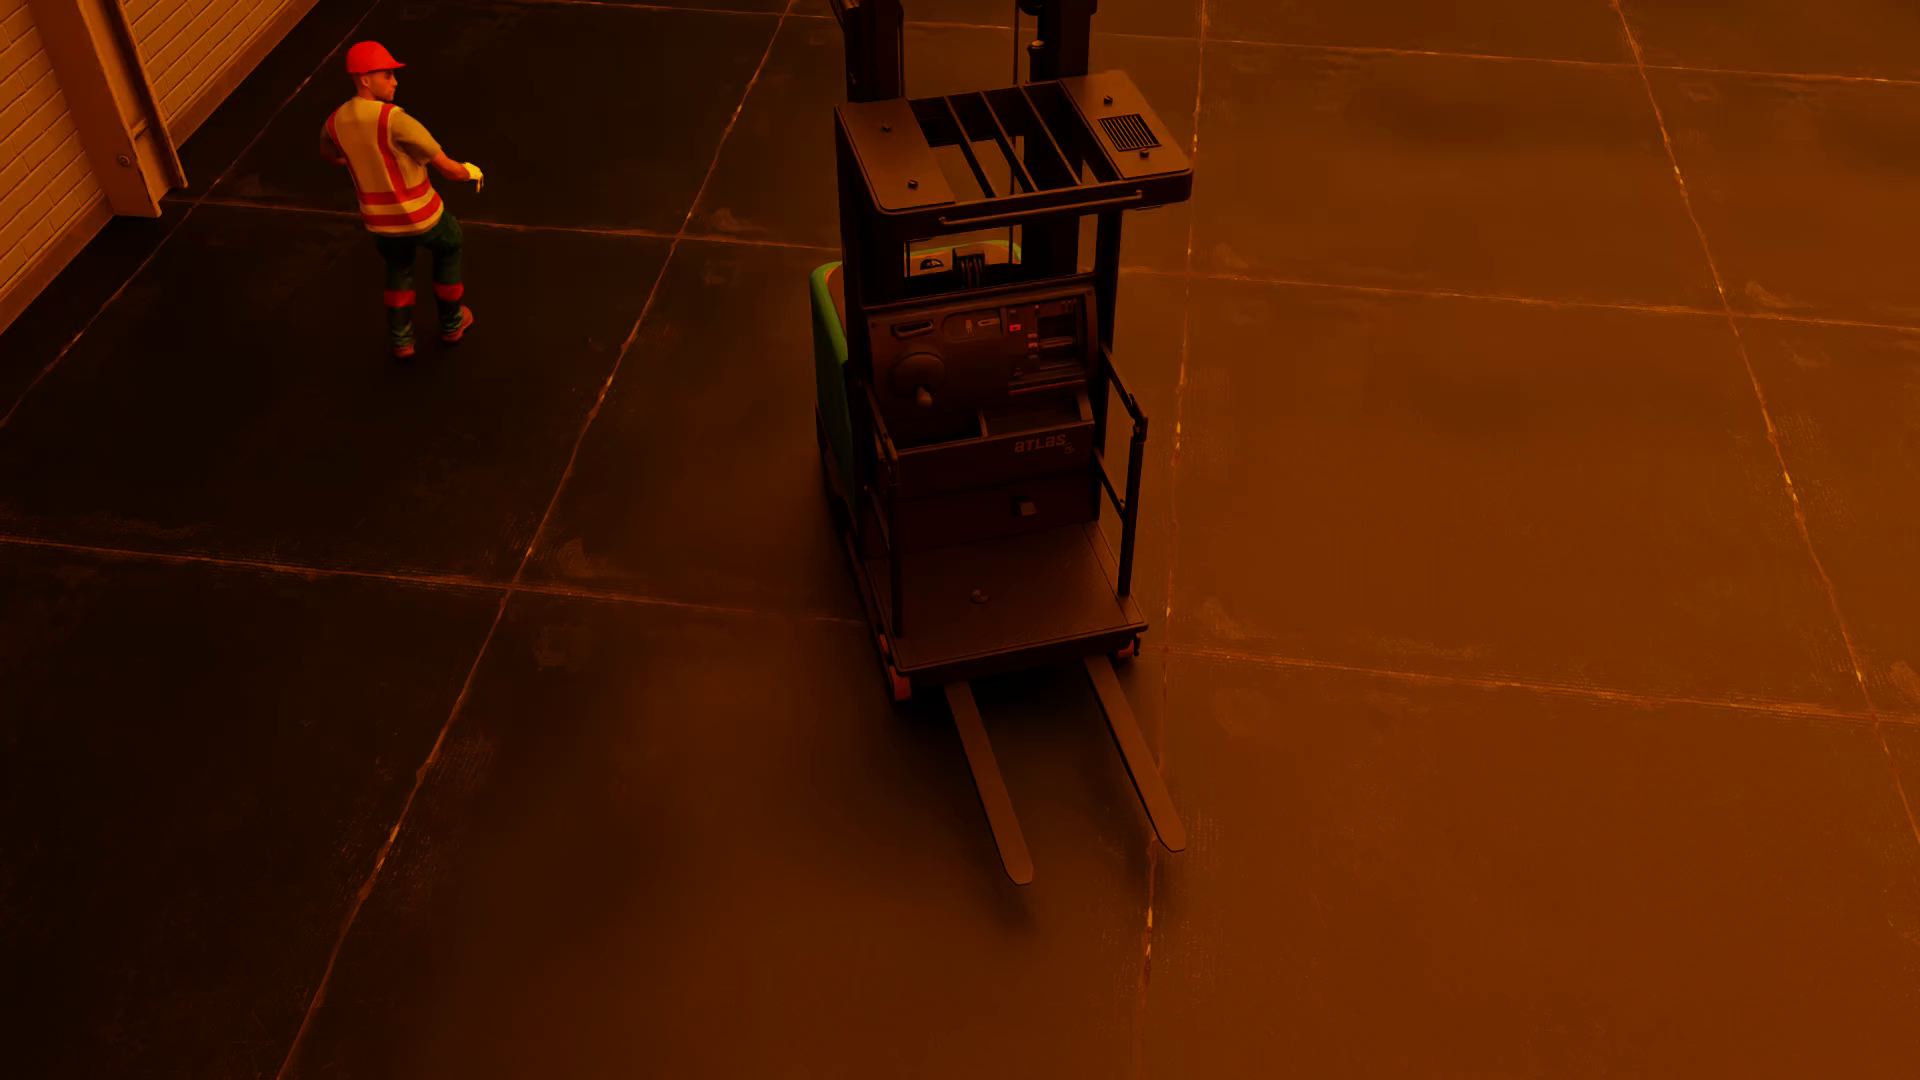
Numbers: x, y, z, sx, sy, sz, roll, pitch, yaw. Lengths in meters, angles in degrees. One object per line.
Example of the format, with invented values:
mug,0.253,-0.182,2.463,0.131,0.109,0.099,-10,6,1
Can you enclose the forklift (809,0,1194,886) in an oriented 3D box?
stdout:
forklift,0.153,-0.681,6.465,1.130,2.935,3.031,-10,44,-11

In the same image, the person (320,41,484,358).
person,-2.837,-1.751,8.560,0.784,1.722,0.675,5,43,5
